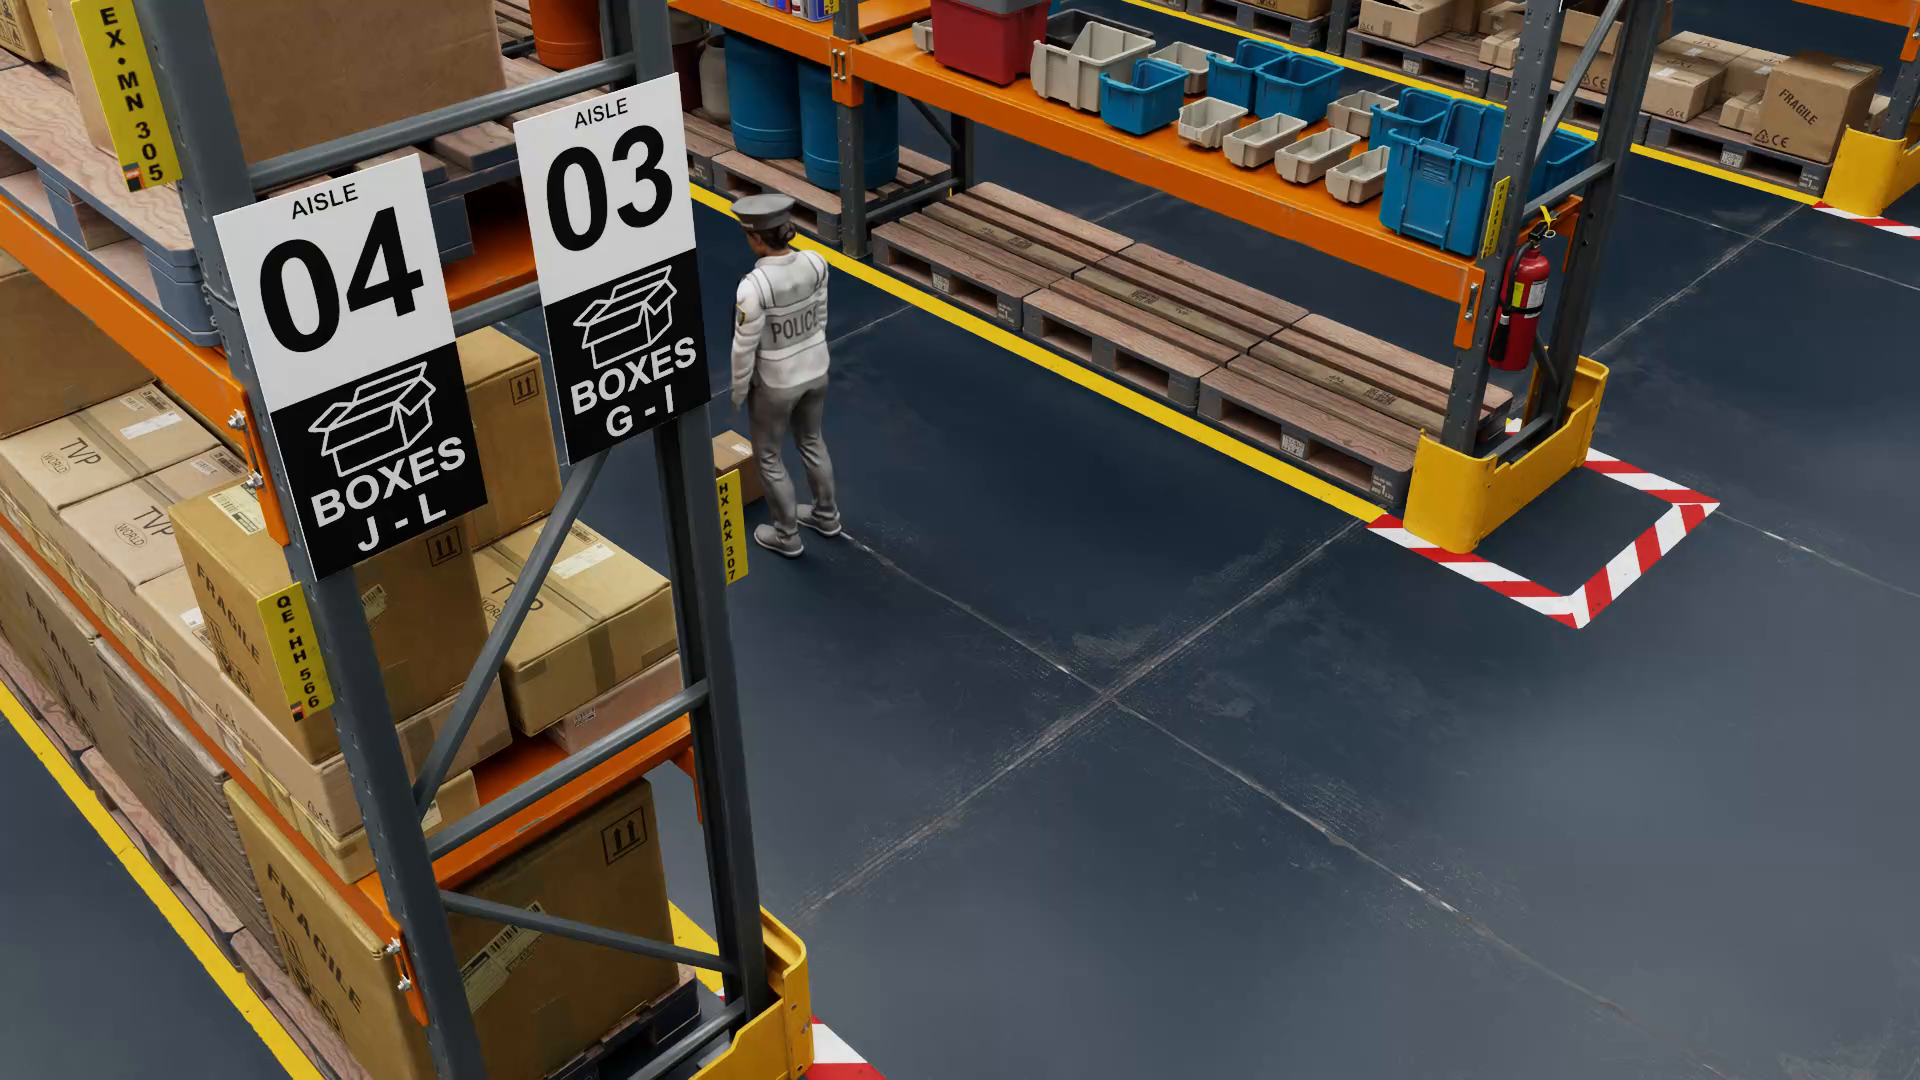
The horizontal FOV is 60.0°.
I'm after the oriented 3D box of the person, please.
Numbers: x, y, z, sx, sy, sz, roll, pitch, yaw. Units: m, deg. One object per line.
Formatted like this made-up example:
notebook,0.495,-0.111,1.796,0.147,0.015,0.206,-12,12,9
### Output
person,-0.760,-0.675,7.108,0.476,1.647,0.338,-29,45,-34
